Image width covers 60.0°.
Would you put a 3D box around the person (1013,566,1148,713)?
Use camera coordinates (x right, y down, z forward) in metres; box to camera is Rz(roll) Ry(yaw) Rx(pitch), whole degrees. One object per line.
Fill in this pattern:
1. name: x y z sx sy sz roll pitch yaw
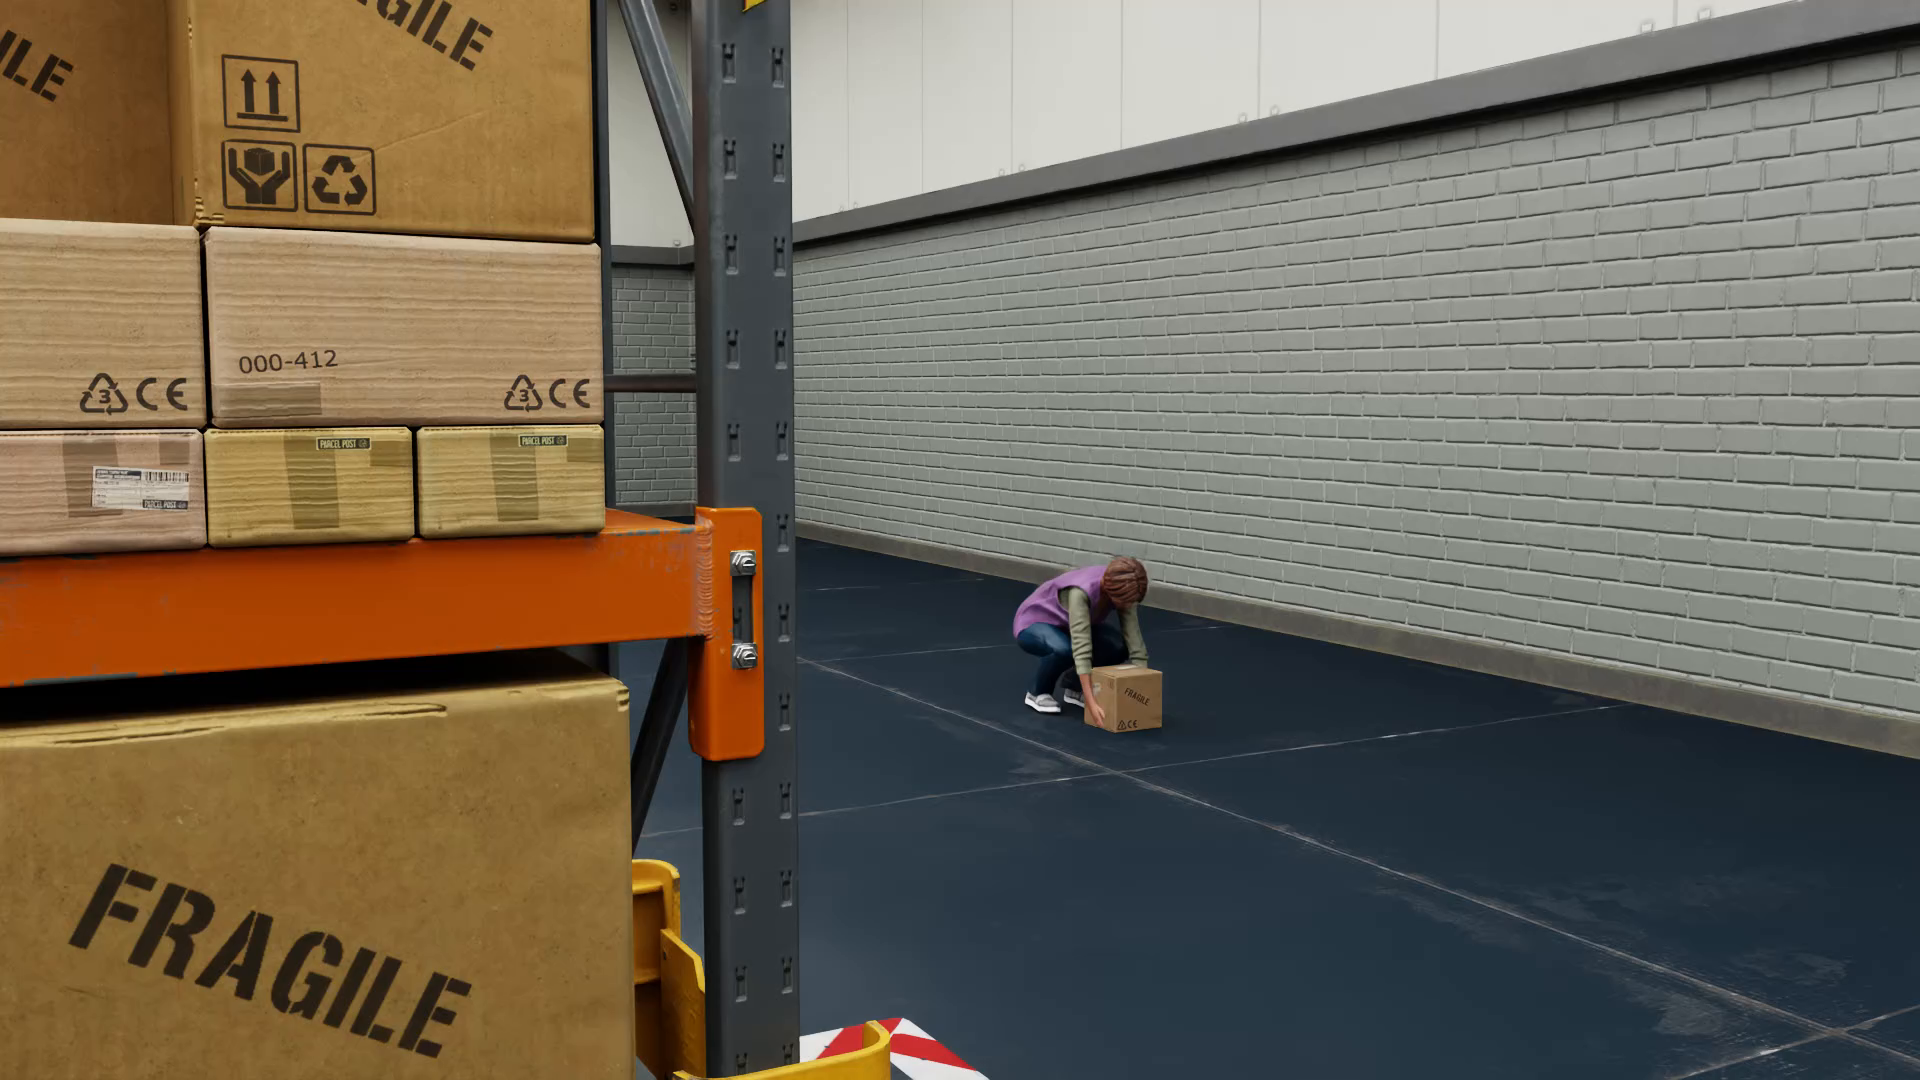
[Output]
1. person: 0.530 0.452 7.731 0.437 0.701 0.684 -3 6 -29
